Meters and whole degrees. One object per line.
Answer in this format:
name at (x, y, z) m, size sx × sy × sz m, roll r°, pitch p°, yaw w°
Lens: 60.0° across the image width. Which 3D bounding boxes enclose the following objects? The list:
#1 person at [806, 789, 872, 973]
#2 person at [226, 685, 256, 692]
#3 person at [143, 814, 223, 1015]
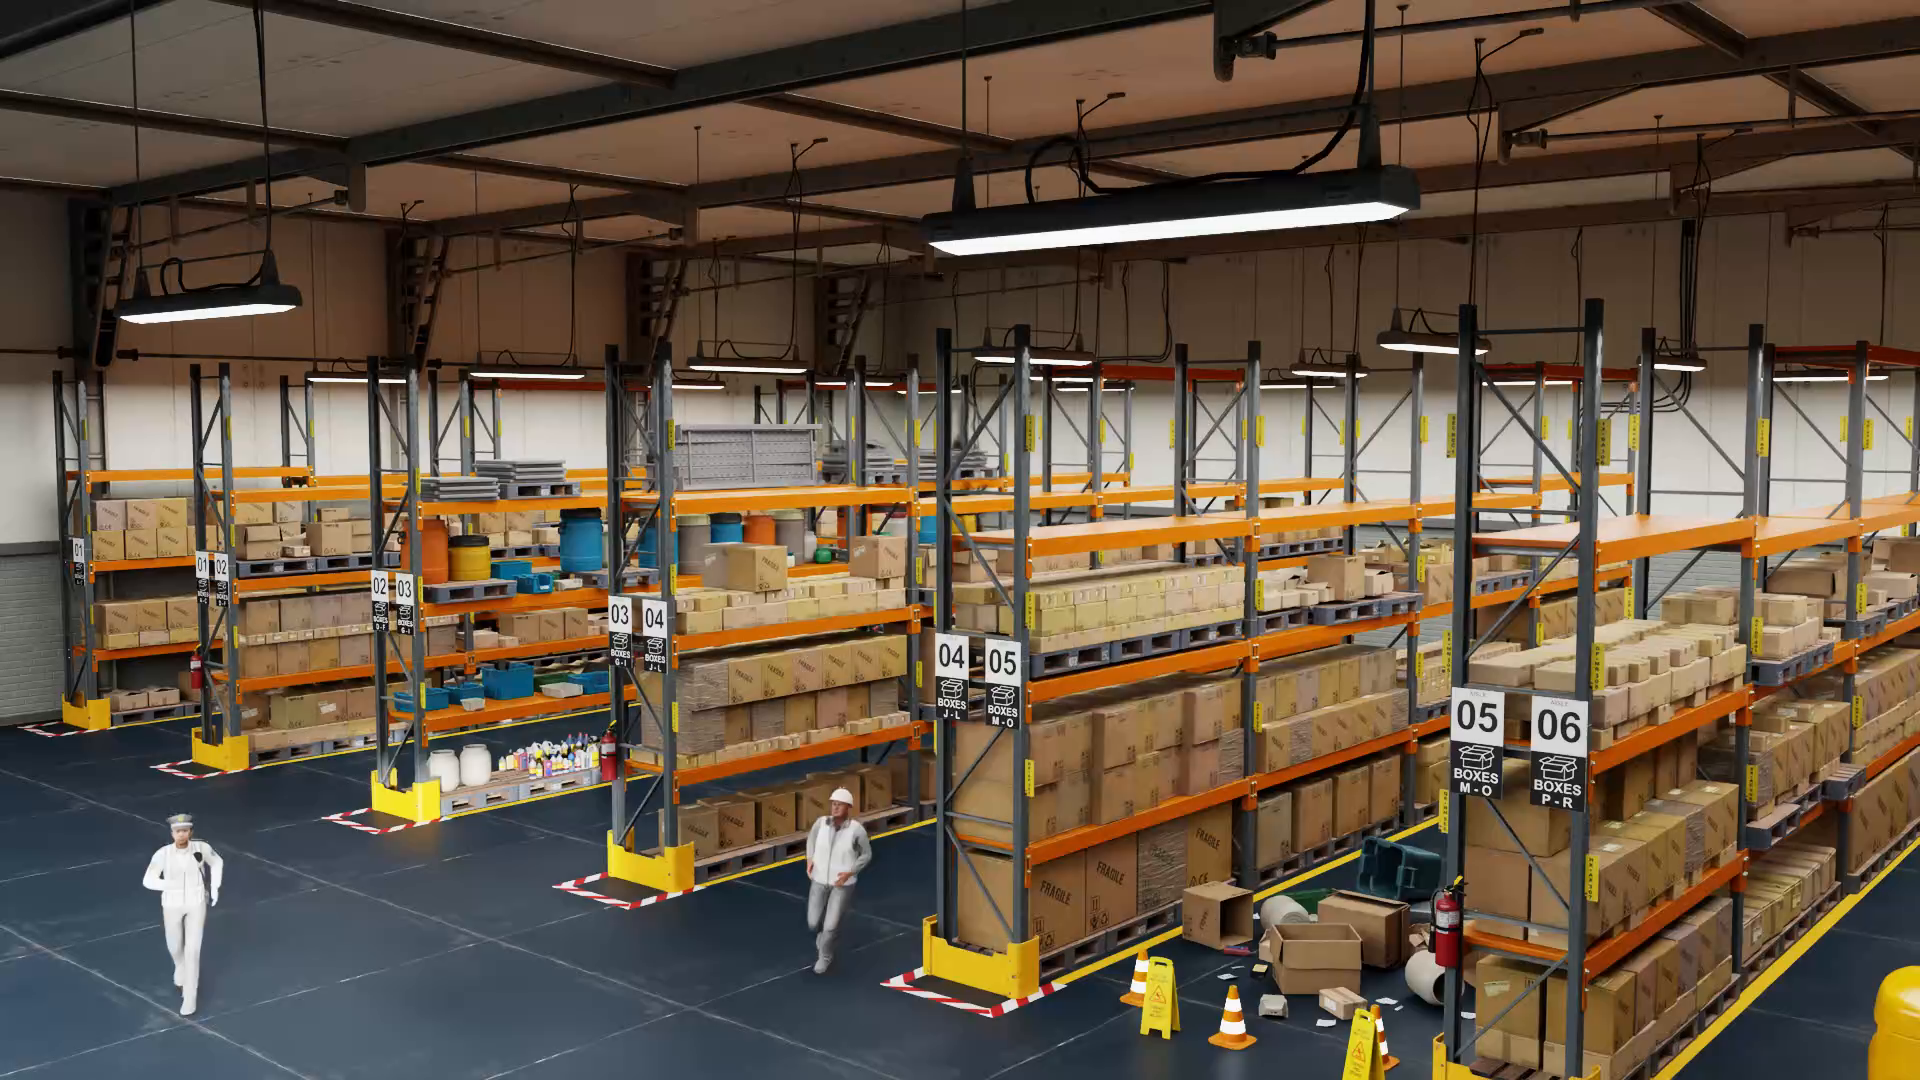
person at (-1.143, 3.186, 15.698) m, size 0.666 × 1.731 × 0.562 m, roll 1°, pitch 4°, yaw 14°
person at (-11.621, 2.425, 27.000) m, size 0.603 × 1.617 × 0.541 m, roll 3°, pitch 5°, yaw 34°
person at (-6.862, 3.235, 14.711) m, size 0.628 × 1.686 × 0.899 m, roll -2°, pitch 4°, yaw -22°
